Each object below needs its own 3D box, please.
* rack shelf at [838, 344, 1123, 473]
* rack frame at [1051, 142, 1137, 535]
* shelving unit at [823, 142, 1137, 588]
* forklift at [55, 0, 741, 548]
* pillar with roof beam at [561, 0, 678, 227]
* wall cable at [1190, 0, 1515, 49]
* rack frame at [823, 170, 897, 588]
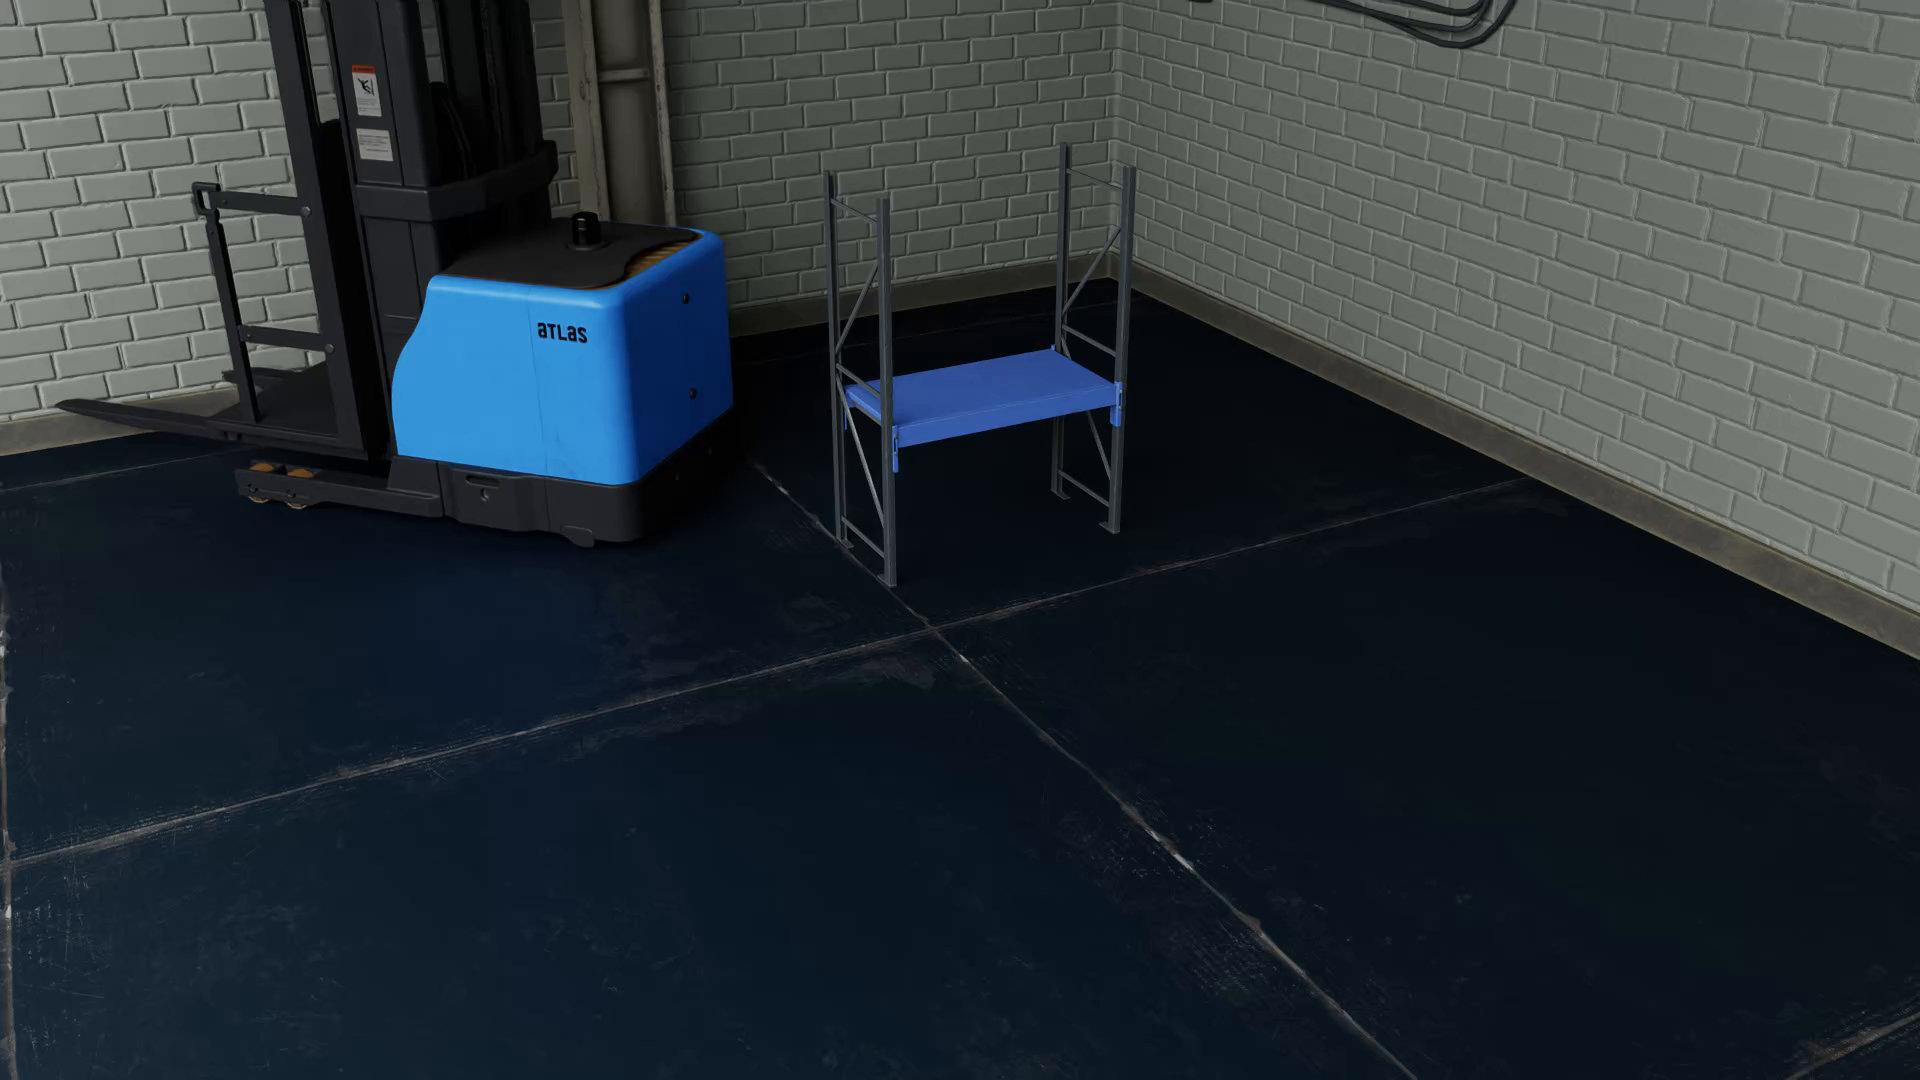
[{"bbox_3d":[0.075,-0.531,6.539,1.000,0.185,0.538,-13,29,-25],"label":"rack shelf"},{"bbox_3d":[0.524,-0.797,6.677,0.032,1.500,0.500,-13,29,-25],"label":"rack frame"},{"bbox_3d":[0.075,-0.693,6.462,1.048,1.500,0.538,-13,29,-25],"label":"shelving unit"},{"bbox_3d":[-2.548,-1.658,6.817,3.031,2.935,1.130,8,27,17],"label":"forklift"},{"bbox_3d":[0.360,-3.354,3.339,0.400,9.000,9.100,-13,29,-25],"label":"pillar with roof beam"},{"bbox_3d":[1.556,-3.693,7.633,0.112,2.526,3.097,-13,29,-25],"label":"wall cable"},{"bbox_3d":[-0.373,-0.590,6.246,0.032,1.500,0.500,-13,29,-25],"label":"rack frame"}]
